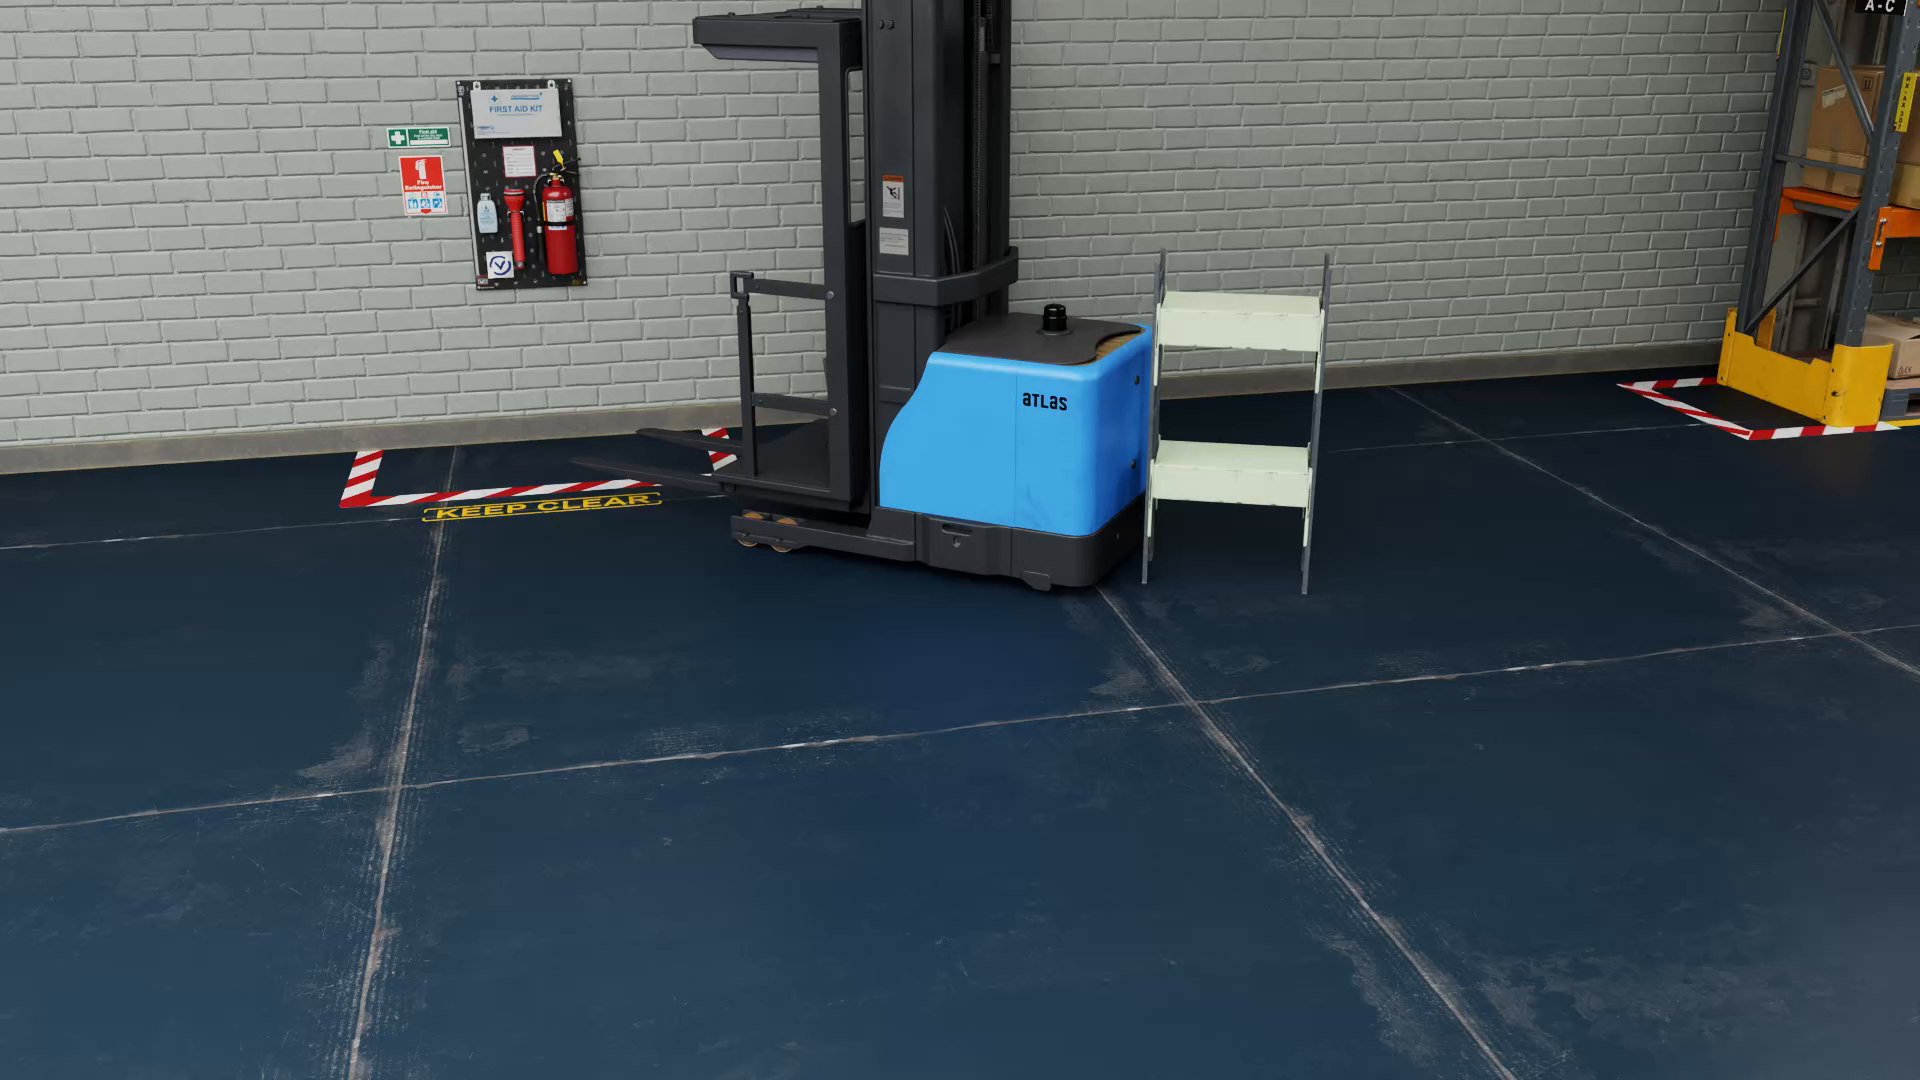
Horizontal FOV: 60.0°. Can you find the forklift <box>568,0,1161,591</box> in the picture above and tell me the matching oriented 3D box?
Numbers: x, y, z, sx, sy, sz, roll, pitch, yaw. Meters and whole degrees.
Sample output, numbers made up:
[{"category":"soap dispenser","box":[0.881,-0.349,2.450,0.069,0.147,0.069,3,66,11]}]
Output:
[{"category":"forklift","box":[-0.570,-1.469,8.062,3.031,2.935,1.130,9,22,24]}]

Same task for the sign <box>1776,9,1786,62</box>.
[{"category":"sign","box":[5.210,-3.177,10.483,0.005,0.325,0.100,-5,21,-12]}]

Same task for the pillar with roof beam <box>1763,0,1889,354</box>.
[{"category":"pillar with roof beam","box":[6.791,-4.018,6.201,0.400,9.000,9.100,-5,21,-12]}]

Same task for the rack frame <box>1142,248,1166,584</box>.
[{"category":"rack frame","box":[0.895,-0.565,7.677,0.023,1.500,0.400,4,20,10]}]

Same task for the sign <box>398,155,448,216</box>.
[{"category":"sign","box":[-3.015,-1.992,9.339,0.234,0.329,0.001,-5,21,-12]}]

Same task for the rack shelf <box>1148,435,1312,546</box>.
[{"category":"rack shelf","box":[1.255,-0.236,7.727,0.720,0.370,0.431,4,20,10]}]

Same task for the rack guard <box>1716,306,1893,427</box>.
[{"category":"rack guard","box":[5.392,-1.129,10.671,0.348,0.500,1.175,-5,21,-12]}]

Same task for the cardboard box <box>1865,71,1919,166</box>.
[{"category":"cardboard box","box":[5.851,-2.525,9.946,0.500,0.500,0.500,-5,21,-12]}]

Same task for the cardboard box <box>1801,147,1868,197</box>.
[{"category":"cardboard box","box":[5.728,-2.338,10.525,0.500,0.250,0.500,-4,21,-12]}]

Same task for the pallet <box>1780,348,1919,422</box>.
[{"category":"pallet","box":[6.190,-1.046,10.864,1.213,0.211,1.003,-5,21,-12]}]

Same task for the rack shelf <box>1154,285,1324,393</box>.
[{"category":"rack shelf","box":[1.255,-0.909,7.480,0.720,0.370,0.431,4,20,10]}]

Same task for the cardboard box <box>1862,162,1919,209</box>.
[{"category":"cardboard box","box":[5.866,-2.168,10.062,0.500,0.250,0.500,-5,21,-14]}]

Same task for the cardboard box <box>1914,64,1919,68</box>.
[{"category":"cardboard box","box":[6.220,-2.733,10.514,0.500,0.500,0.500,-4,21,-12]}]

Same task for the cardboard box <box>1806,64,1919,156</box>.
[{"category":"cardboard box","box":[5.728,-2.697,10.414,0.500,0.500,0.500,-5,21,-13]}]

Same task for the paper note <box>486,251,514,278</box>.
[{"category":"paper note","box":[-2.641,-1.580,9.547,0.142,0.148,0.016,-5,21,-12]}]

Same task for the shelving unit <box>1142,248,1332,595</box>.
[{"category":"shelving unit","box":[1.255,-0.542,7.615,0.755,1.500,0.431,4,20,10]}]

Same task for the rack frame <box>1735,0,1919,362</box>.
[{"category":"rack frame","box":[5.318,-2.297,10.225,0.127,3.000,1.000,-5,21,-12]}]

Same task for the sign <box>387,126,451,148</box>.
[{"category":"sign","box":[-3.008,-2.238,9.241,0.331,0.109,0.001,-5,21,-12]}]

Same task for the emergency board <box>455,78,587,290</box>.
[{"category":"emergency board","box":[-2.453,-1.984,9.371,0.643,1.169,0.194,-5,21,-12]}]

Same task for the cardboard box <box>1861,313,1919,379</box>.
[{"category":"cardboard box","box":[6.012,-1.266,10.679,0.500,0.311,0.500,-7,21,-19]}]

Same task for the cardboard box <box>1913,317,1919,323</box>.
[{"category":"cardboard box","box":[6.567,-1.311,10.802,0.500,0.311,0.500,-3,20,-8]}]

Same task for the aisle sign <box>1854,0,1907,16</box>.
[{"category":"aisle sign","box":[5.317,-3.412,9.488,0.004,0.787,0.394,-5,21,-12]}]

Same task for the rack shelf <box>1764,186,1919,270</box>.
[{"category":"rack shelf","box":[7.264,-2.118,10.780,4.000,0.370,1.077,-5,21,-12]}]

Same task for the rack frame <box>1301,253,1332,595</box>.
[{"category":"rack frame","box":[1.615,-0.519,7.552,0.023,1.500,0.400,4,20,10]}]

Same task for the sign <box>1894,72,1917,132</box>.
[{"category":"sign","box":[5.443,-2.522,9.580,0.005,0.325,0.100,-5,21,-12]}]
